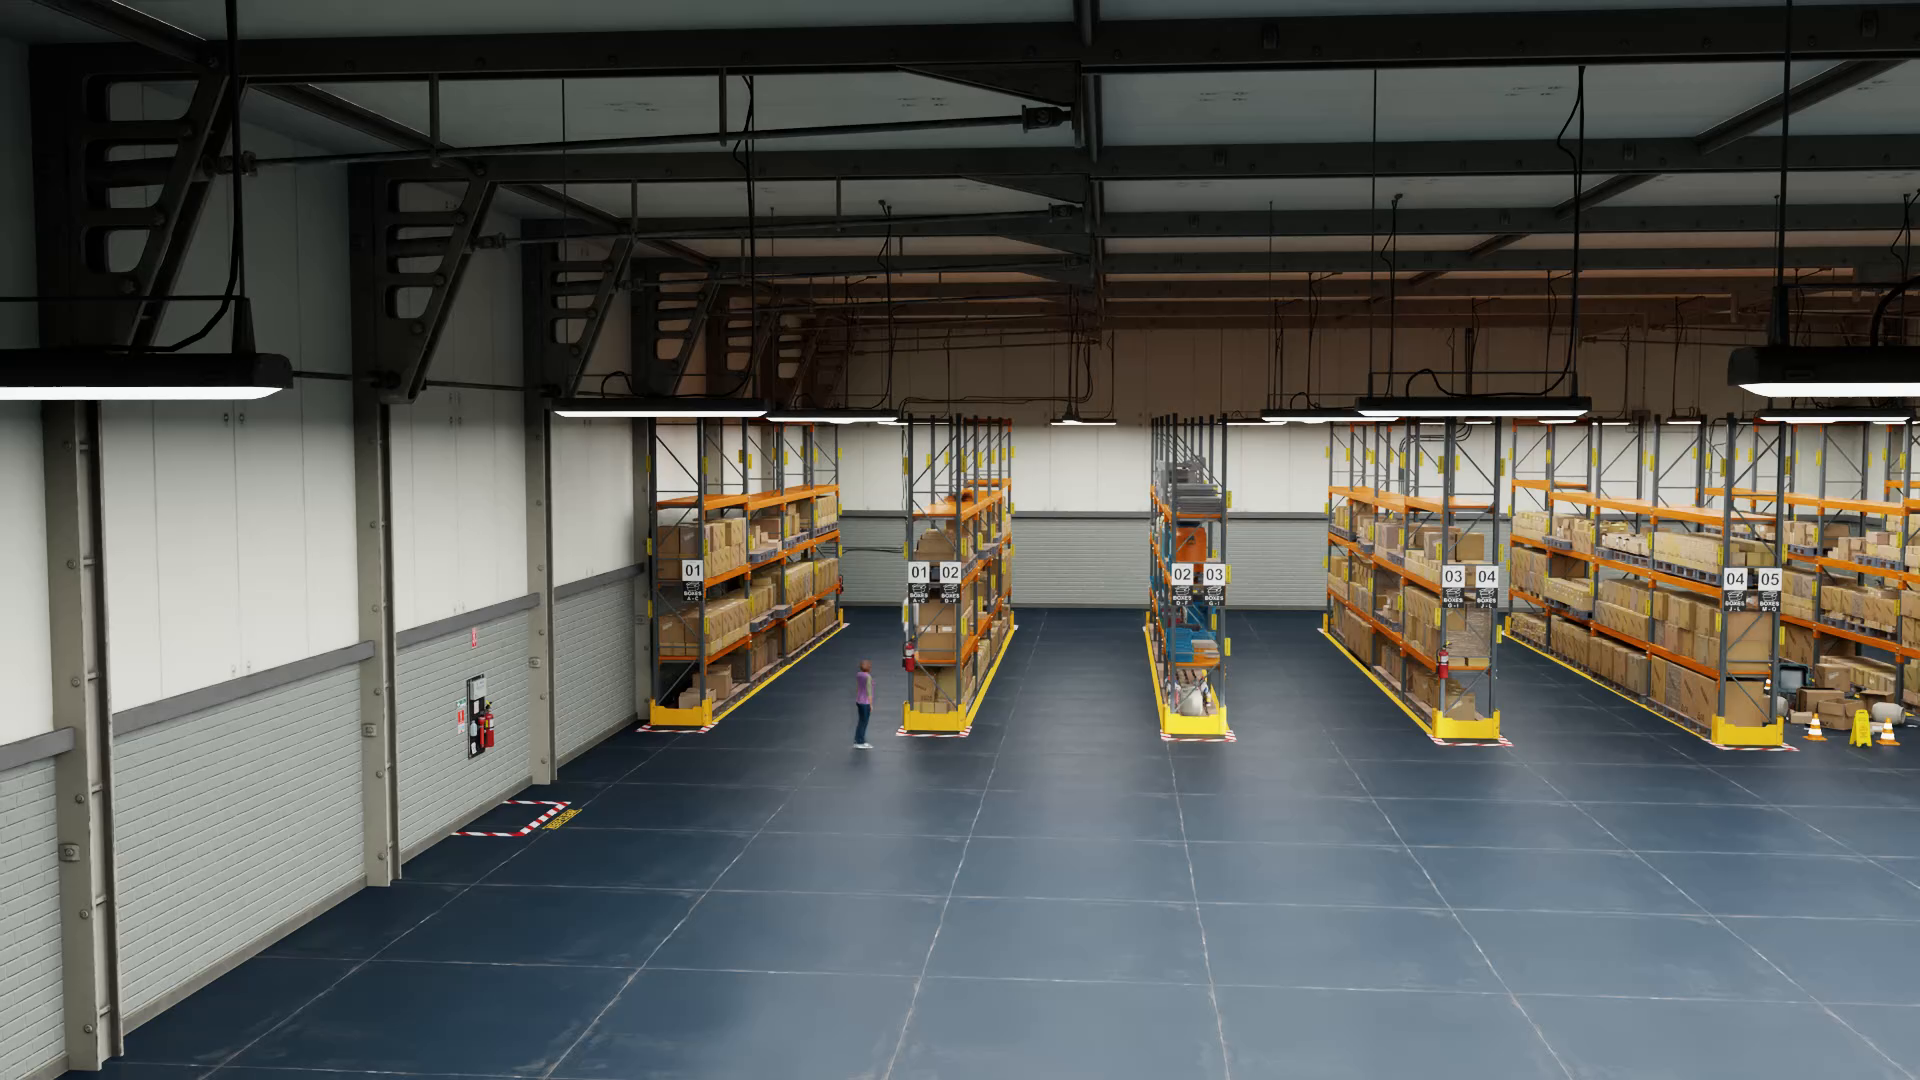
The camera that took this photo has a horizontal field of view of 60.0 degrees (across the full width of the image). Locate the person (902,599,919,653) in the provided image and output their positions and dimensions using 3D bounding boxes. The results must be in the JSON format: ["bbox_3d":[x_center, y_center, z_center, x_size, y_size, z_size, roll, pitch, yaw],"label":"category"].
[{"bbox_3d":[-1.150,2.060,41.234,0.630,1.710,1.121,0,4,4],"label":"person"}]

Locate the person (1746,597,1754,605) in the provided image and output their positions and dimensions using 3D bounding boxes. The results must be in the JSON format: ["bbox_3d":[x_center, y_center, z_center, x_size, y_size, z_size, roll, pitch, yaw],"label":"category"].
[{"bbox_3d":[18.283,2.235,38.705,0.454,1.804,0.589,3,5,40],"label":"person"}]

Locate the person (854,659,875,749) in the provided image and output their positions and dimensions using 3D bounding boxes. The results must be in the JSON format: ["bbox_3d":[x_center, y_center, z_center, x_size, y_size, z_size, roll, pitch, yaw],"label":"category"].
[{"bbox_3d":[-1.702,2.927,29.718,0.343,1.603,0.520,-2,4,-25],"label":"person"}]
